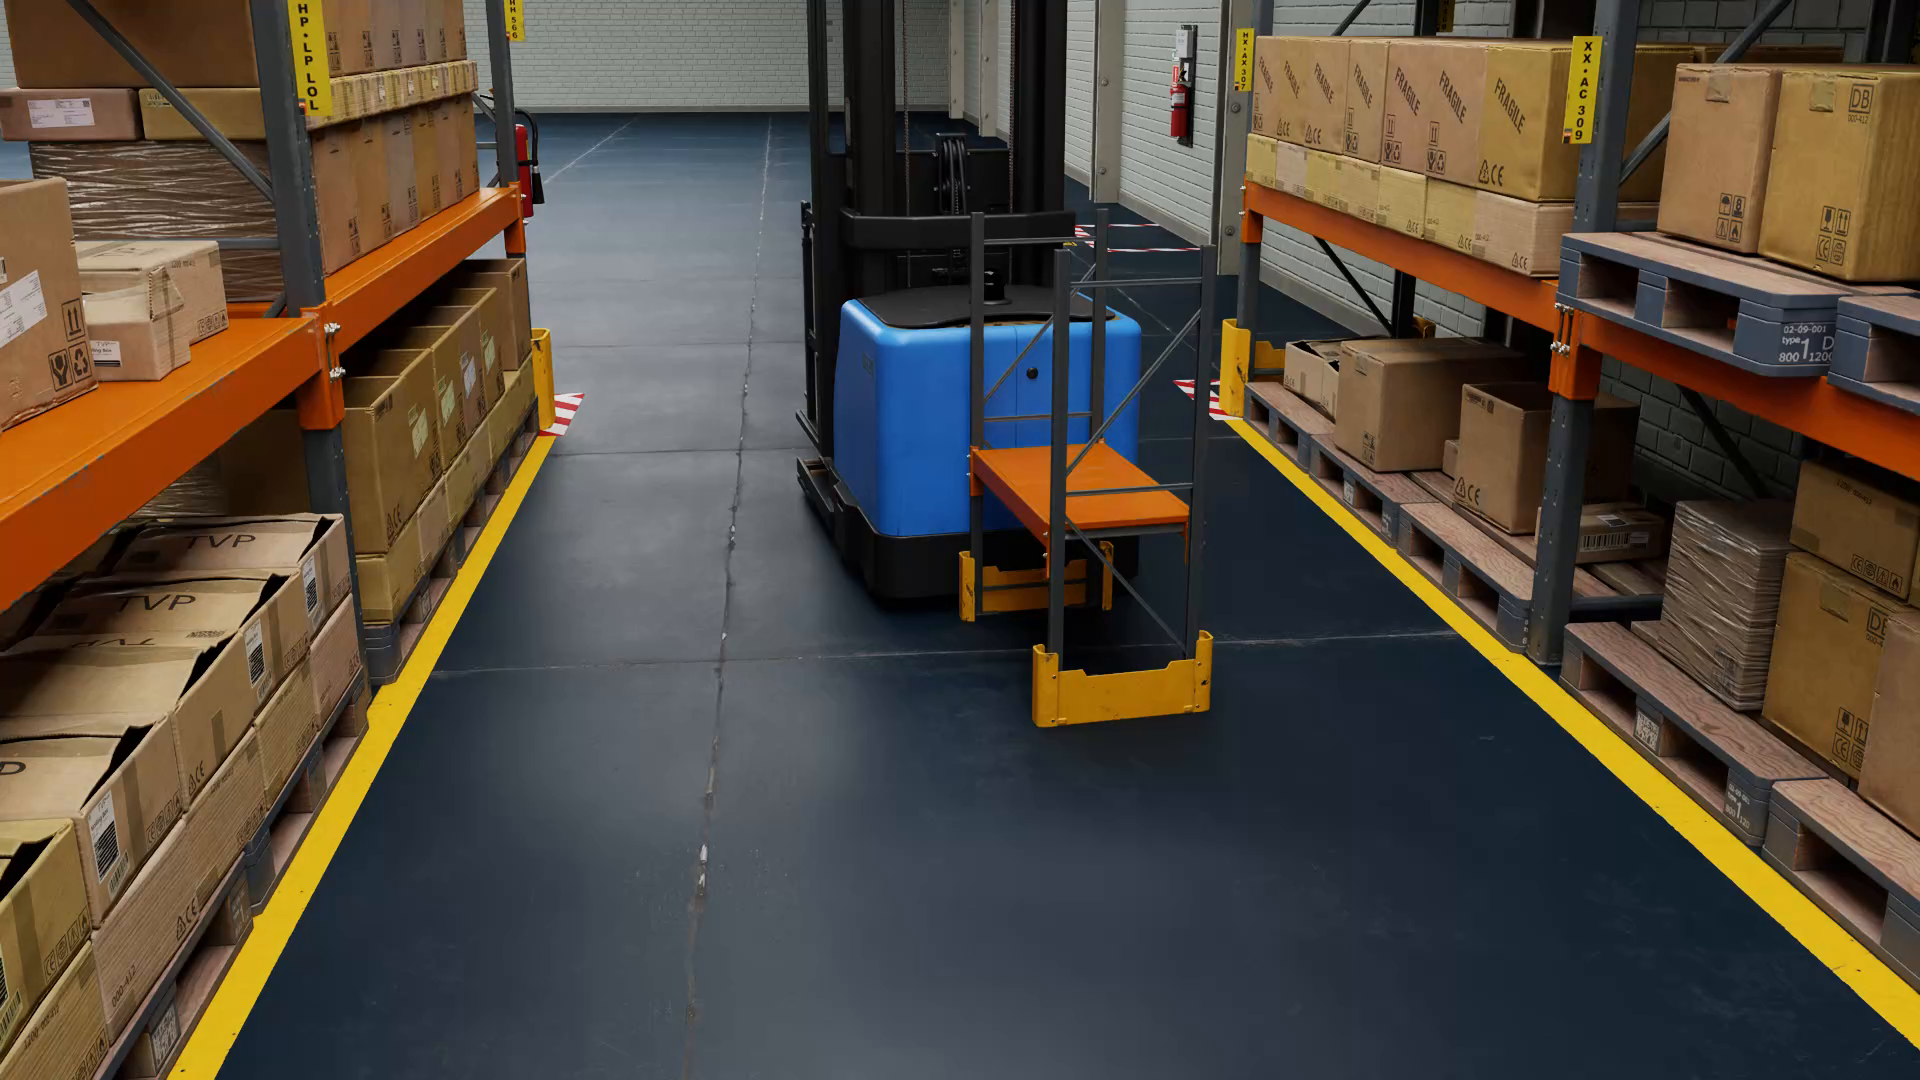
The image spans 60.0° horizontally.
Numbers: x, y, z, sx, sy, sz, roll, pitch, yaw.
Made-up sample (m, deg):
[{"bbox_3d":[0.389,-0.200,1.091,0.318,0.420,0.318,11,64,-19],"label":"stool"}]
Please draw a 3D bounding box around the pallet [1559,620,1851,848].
[{"bbox_3d":[2.581,0.542,5.097,1.003,0.211,1.213,-2,18,-6],"label":"pallet"}]

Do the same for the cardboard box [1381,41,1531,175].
[{"bbox_3d":[2.044,-1.746,6.696,0.500,0.500,0.500,-2,18,-7],"label":"cardboard box"}]

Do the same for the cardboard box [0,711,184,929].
[{"bbox_3d":[-1.944,0.543,3.392,0.500,0.311,0.500,-2,18,-6],"label":"cardboard box"}]

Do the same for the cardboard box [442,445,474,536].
[{"bbox_3d":[-2.267,-0.200,6.696,0.500,0.250,0.500,-2,18,-6],"label":"cardboard box"}]

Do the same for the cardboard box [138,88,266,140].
[{"bbox_3d":[-2.263,-1.309,5.089,0.380,0.149,0.250,-2,18,-6],"label":"cardboard box"}]

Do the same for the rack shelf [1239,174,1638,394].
[{"bbox_3d":[2.292,-1.273,7.424,1.077,0.370,4.000,-2,18,-6],"label":"rack shelf"}]

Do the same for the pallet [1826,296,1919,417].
[{"bbox_3d":[2.666,-0.325,3.525,1.003,0.211,1.213,-2,18,-6],"label":"pallet"}]

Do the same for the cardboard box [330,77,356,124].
[{"bbox_3d":[-2.346,-1.539,5.821,0.380,0.149,0.250,-2,18,-6],"label":"cardboard box"}]

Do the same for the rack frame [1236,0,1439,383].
[{"bbox_3d":[2.086,-2.212,9.214,1.000,3.000,0.127,-2,18,-6],"label":"rack frame"}]

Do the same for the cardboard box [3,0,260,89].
[{"bbox_3d":[-2.480,-1.665,5.138,0.700,0.500,0.500,-2,18,-5],"label":"cardboard box"}]

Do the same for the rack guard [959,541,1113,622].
[{"bbox_3d":[0.288,0.155,6.267,0.587,0.250,0.087,-4,18,-13],"label":"rack guard"}]

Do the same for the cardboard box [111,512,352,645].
[{"bbox_3d":[-2.101,0.090,4.836,0.500,0.311,0.500,-2,18,-6],"label":"cardboard box"}]

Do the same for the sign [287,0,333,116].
[{"bbox_3d":[-1.889,-1.400,4.828,0.100,0.325,0.005,-2,18,-6],"label":"sign"}]

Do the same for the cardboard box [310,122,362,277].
[{"bbox_3d":[-2.541,-1.202,5.833,0.700,0.500,0.500,-2,18,-6],"label":"cardboard box"}]

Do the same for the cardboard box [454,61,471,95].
[{"bbox_3d":[-2.583,-2.229,8.019,0.380,0.149,0.250,-1,17,-4],"label":"cardboard box"}]

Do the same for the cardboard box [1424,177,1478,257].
[{"bbox_3d":[2.105,-1.238,6.331,0.500,0.250,0.500,-2,18,-5],"label":"cardboard box"}]

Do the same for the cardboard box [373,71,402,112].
[{"bbox_3d":[-2.427,-1.770,6.559,0.380,0.149,0.250,-2,18,-6],"label":"cardboard box"}]

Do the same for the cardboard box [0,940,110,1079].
[{"bbox_3d":[-1.890,0.968,2.976,0.500,0.250,0.500,-2,18,-7],"label":"cardboard box"}]

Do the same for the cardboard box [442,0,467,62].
[{"bbox_3d":[-2.800,-2.569,8.019,0.700,0.500,0.500,-2,18,-5],"label":"cardboard box"}]

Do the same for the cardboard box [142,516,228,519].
[{"bbox_3d":[-2.735,-0.035,6.170,0.500,0.250,0.500,-2,18,-6],"label":"cardboard box"}]

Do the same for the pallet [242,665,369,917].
[{"bbox_3d":[-2.313,0.683,4.649,1.003,0.211,1.213,-2,18,-6],"label":"pallet"}]

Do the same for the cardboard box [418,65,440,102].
[{"bbox_3d":[-2.506,-1.999,7.288,0.380,0.149,0.250,-1,17,-4],"label":"cardboard box"}]

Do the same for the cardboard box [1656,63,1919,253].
[{"bbox_3d":[2.517,-1.125,4.851,0.700,0.500,0.500,-2,18,-5],"label":"cardboard box"}]

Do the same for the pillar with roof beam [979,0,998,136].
[{"bbox_3d":[-3.739,-11.910,30.089,9.100,9.000,0.400,-2,18,-6],"label":"pillar with roof beam"}]

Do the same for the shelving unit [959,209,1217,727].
[{"bbox_3d":[0.405,-0.297,5.618,0.587,1.500,1.083,-4,18,-13],"label":"shelving unit"}]

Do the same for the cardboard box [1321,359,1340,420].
[{"bbox_3d":[2.127,-0.760,8.345,0.500,0.311,0.500,0,17,-1],"label":"cardboard box"}]

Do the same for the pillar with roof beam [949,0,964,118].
[{"bbox_3d":[-4.357,-13.697,35.783,9.100,9.000,0.400,-2,18,-6],"label":"pillar with roof beam"}]

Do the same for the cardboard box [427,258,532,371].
[{"bbox_3d":[-2.489,-1.153,8.480,0.500,0.500,0.500,-2,18,-6],"label":"cardboard box"}]

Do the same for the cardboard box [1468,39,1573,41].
[{"bbox_3d":[2.498,-1.919,7.248,0.500,0.500,0.500,-2,17,-5],"label":"cardboard box"}]

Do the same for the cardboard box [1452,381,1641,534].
[{"bbox_3d":[2.352,-0.345,6.708,0.500,0.500,0.500,-3,18,-10],"label":"cardboard box"}]

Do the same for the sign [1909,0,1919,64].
[{"bbox_3d":[3.050,-1.591,5.303,0.100,0.325,0.005,-2,18,-6],"label":"sign"}]

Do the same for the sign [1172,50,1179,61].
[{"bbox_3d":[2.220,-4.991,17.123,0.001,0.109,0.331,-2,18,-6],"label":"sign"}]

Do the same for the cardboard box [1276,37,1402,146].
[{"bbox_3d":[1.878,-2.208,8.169,0.500,0.500,0.500,-2,18,-5],"label":"cardboard box"}]

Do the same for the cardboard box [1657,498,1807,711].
[{"bbox_3d":[2.591,0.182,5.030,0.700,0.500,0.500,-1,17,-4],"label":"cardboard box"}]

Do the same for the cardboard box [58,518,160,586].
[{"bbox_3d":[-2.633,0.109,4.775,0.500,0.311,0.500,-2,18,-5],"label":"cardboard box"}]

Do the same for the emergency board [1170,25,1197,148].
[{"bbox_3d":[2.183,-4.555,16.678,0.194,1.169,0.643,-2,18,-6],"label":"emergency board"}]

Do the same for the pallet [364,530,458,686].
[{"bbox_3d":[-2.468,0.226,6.104,1.003,0.211,1.213,-2,18,-6],"label":"pallet"}]

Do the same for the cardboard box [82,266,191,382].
[{"bbox_3d":[-2.155,-0.545,4.131,0.396,0.266,0.258,-2,18,-7],"label":"cardboard box"}]

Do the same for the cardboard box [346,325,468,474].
[{"bbox_3d":[-2.268,-0.558,6.584,0.500,0.500,0.500,-2,18,-6],"label":"cardboard box"}]

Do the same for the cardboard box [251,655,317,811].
[{"bbox_3d":[-2.047,0.511,4.431,0.500,0.250,0.500,-2,18,-6],"label":"cardboard box"}]

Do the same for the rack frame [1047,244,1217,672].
[{"bbox_3d":[0.523,-0.151,5.155,0.500,1.500,0.032,-4,18,-13],"label":"rack frame"}]

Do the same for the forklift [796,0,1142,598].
[{"bbox_3d":[-0.150,-1.581,7.321,1.130,2.935,3.031,-4,18,-13],"label":"forklift"}]

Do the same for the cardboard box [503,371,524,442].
[{"bbox_3d":[-2.428,-0.647,8.119,0.500,0.250,0.500,-2,18,-6],"label":"cardboard box"}]

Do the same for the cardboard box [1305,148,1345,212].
[{"bbox_3d":[1.935,-1.688,7.764,0.500,0.250,0.500,-2,18,-7],"label":"cardboard box"}]

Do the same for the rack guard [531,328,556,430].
[{"bbox_3d":[-2.843,-0.872,9.120,1.175,0.500,0.348,-2,18,-6],"label":"rack guard"}]

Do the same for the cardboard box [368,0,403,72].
[{"bbox_3d":[-2.636,-2.113,6.567,0.700,0.500,0.500,-2,18,-6],"label":"cardboard box"}]

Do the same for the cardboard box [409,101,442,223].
[{"bbox_3d":[-2.701,-1.661,7.294,0.700,0.500,0.500,-2,18,-5],"label":"cardboard box"}]

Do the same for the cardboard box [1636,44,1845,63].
[{"bbox_3d":[2.658,-1.462,5.792,0.500,0.500,0.500,-2,18,-7],"label":"cardboard box"}]
